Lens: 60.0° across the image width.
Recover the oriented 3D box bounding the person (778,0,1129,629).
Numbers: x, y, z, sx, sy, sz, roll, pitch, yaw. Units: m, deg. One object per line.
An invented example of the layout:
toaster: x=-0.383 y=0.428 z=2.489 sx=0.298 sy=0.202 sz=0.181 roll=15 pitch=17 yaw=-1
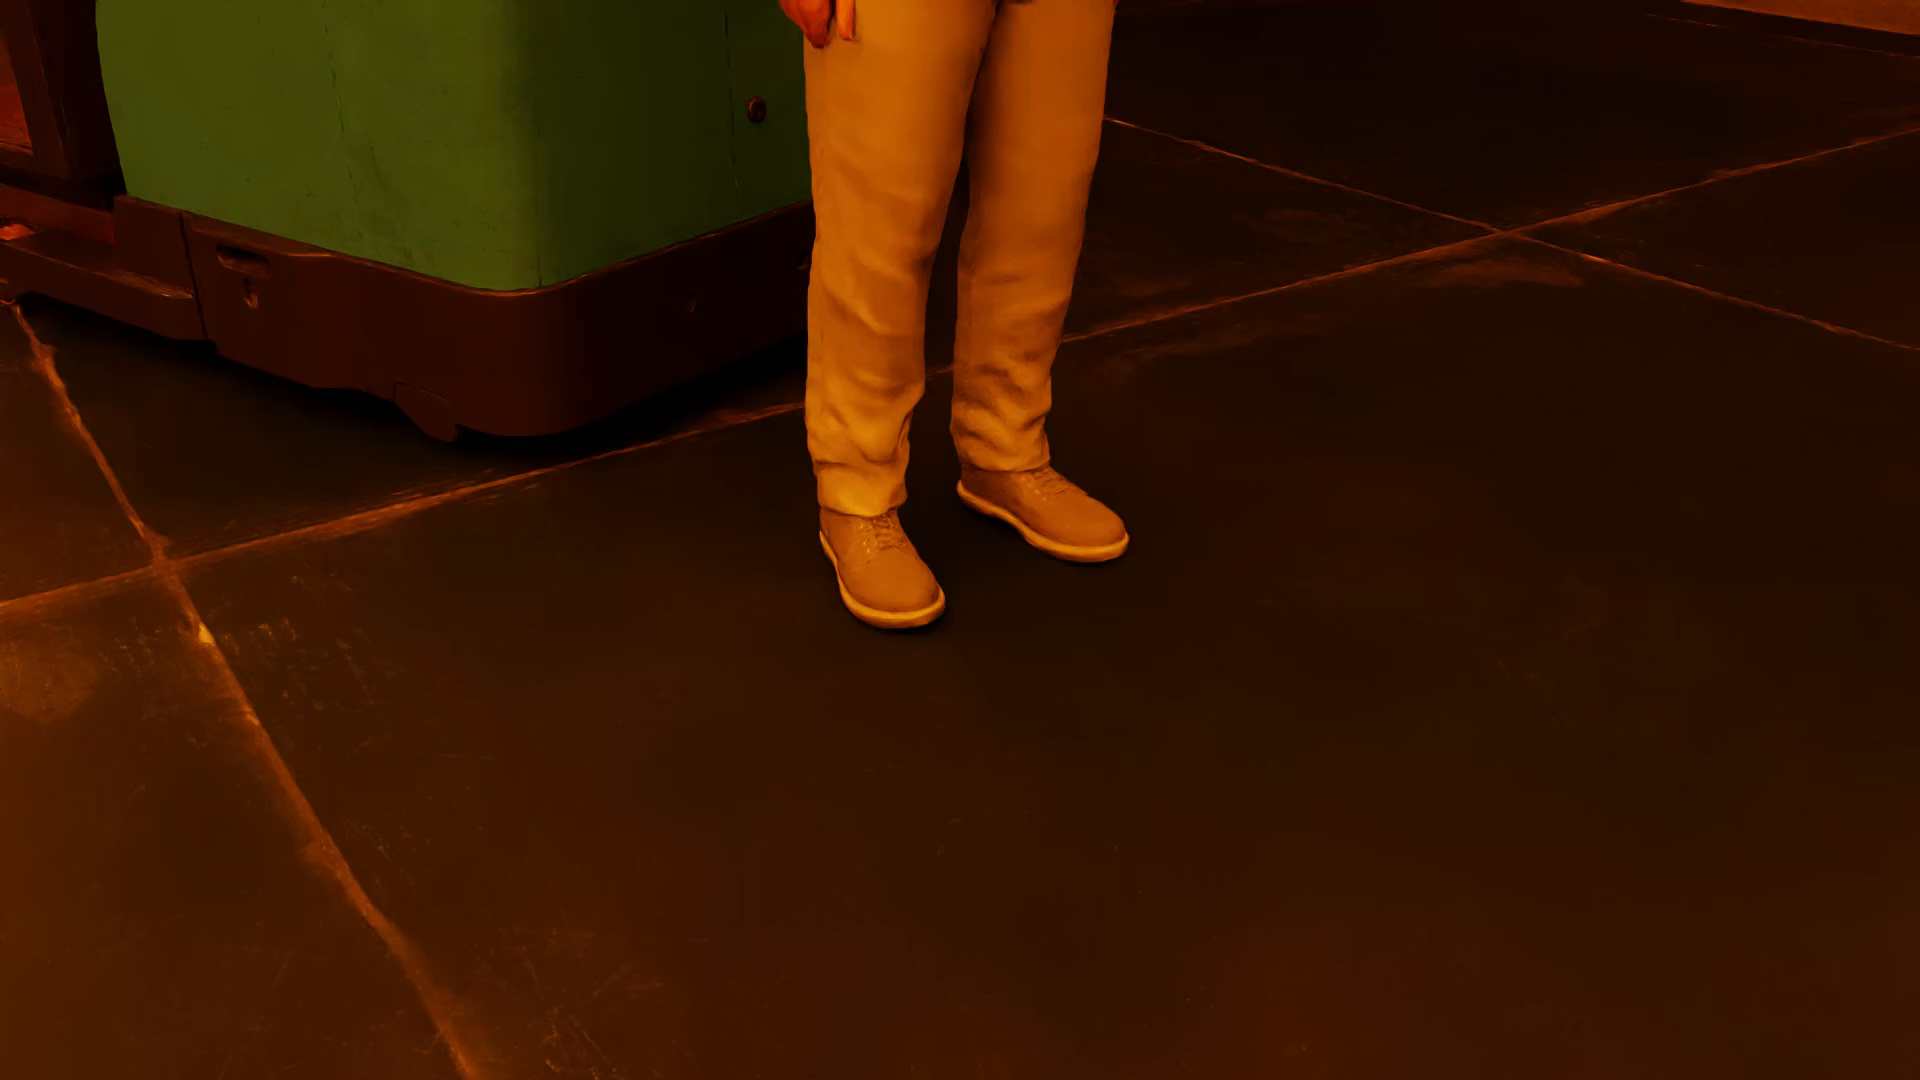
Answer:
person: x=0.010 y=-0.785 z=2.092 sx=0.523 sy=1.773 sz=0.396 roll=-17 pitch=31 yaw=-31

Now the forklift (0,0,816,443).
forklift: x=-1.617 y=-1.974 z=3.165 sx=3.031 sy=2.935 sz=1.130 roll=17 pitch=32 yaw=31
